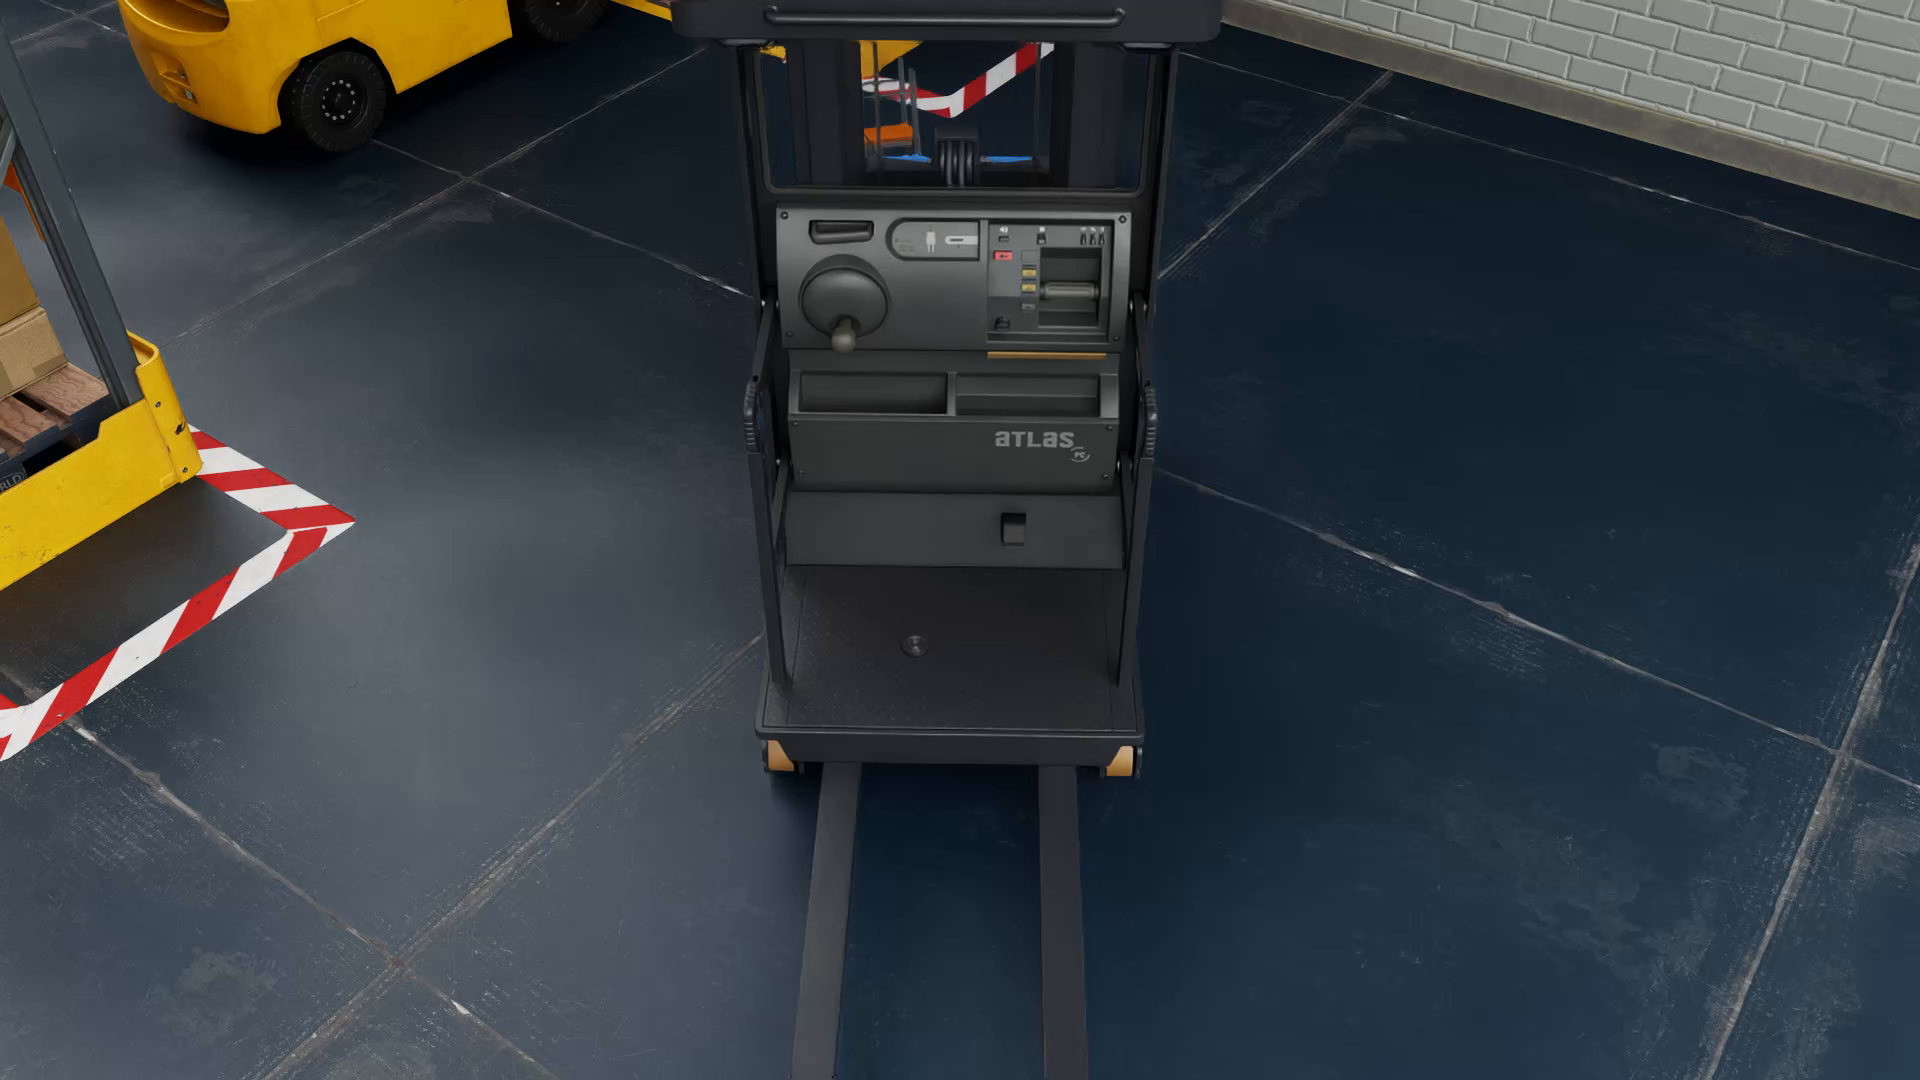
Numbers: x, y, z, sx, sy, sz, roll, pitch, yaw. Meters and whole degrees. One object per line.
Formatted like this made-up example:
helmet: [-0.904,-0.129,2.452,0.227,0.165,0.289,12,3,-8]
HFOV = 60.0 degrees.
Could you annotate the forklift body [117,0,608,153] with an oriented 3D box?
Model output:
forklift body: [-2.896,-3.233,7.750,1.214,2.155,2.313,25,48,25]

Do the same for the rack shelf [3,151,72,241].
rack shelf: [-4.781,-1.605,5.834,4.000,0.370,1.077,25,48,25]

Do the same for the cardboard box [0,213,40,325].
cardboard box: [-3.665,-0.988,5.789,0.500,0.500,0.500,24,47,24]

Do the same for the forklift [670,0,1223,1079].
forklift: [-0.020,-0.604,4.227,1.130,2.935,3.031,1,42,1]

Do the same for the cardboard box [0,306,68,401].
cardboard box: [-3.645,-0.699,6.029,0.500,0.250,0.500,25,47,25]

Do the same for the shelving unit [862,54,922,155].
shelving unit: [-0.264,-1.146,6.121,0.258,1.200,0.189,-10,30,-11]

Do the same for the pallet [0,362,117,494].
pallet: [-3.850,-0.428,6.070,1.213,0.211,1.003,25,48,25]

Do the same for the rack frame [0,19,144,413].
rack frame: [-3.143,-1.108,4.738,0.127,3.000,1.000,25,48,25]

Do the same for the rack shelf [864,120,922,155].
rack shelf: [-0.282,-1.421,5.967,0.258,0.103,0.180,-10,30,-11]

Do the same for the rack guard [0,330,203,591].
rack guard: [-3.205,-0.205,5.604,0.348,0.500,1.175,25,48,25]

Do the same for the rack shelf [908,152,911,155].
rack shelf: [-0.275,-1.316,6.025,0.258,0.103,0.180,-10,30,-11]

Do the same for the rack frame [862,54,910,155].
rack frame: [-0.286,-1.188,6.199,0.240,1.200,0.006,-10,30,-11]

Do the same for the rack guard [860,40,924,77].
rack guard: [-0.277,-2.878,8.592,0.348,0.500,1.175,25,48,25]

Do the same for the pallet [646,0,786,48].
pallet: [-0.946,-3.050,9.000,1.213,0.211,1.003,25,48,25]

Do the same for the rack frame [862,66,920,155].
rack frame: [-0.242,-1.104,6.042,0.240,1.200,0.006,-10,30,-11]
